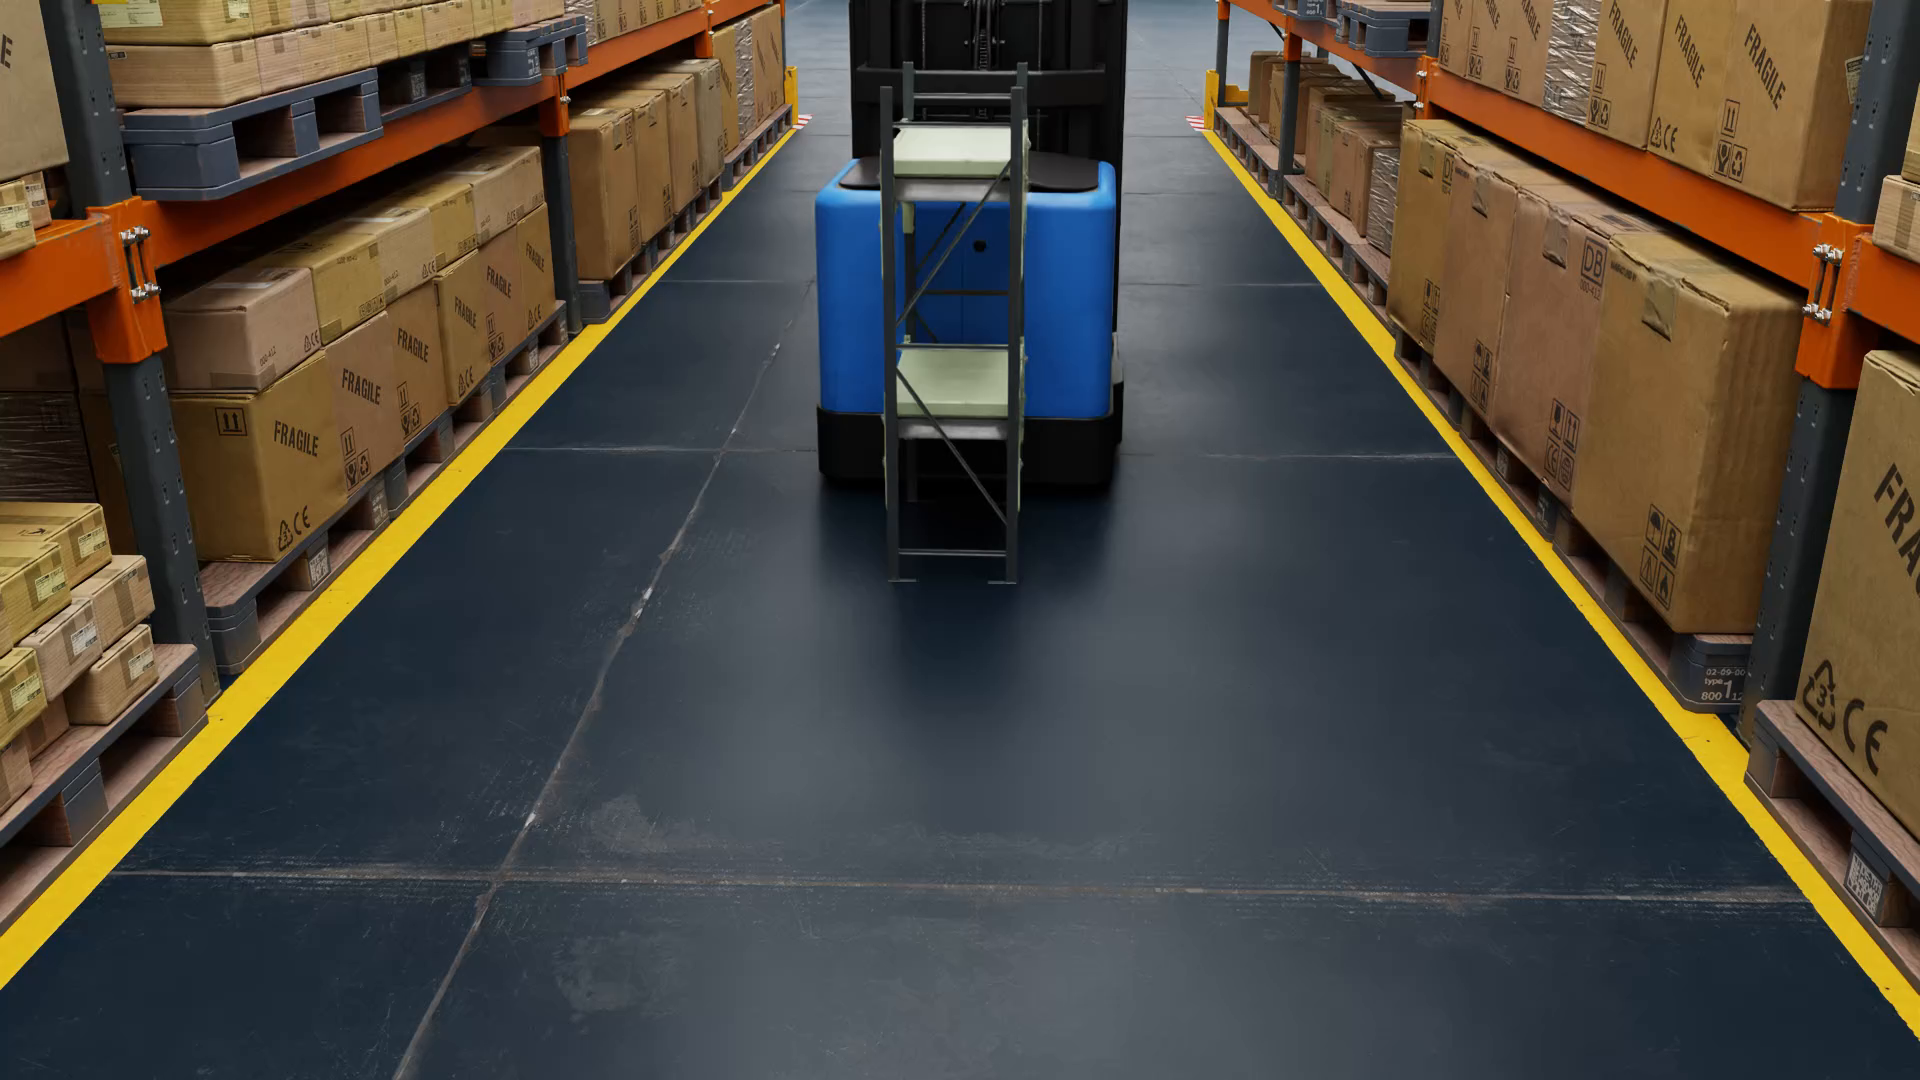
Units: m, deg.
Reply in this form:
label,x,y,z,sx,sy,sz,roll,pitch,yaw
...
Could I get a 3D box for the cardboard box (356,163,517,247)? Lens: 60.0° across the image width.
label,x,y,z,sx,sy,sz,roll,pitch,yaw
cardboard box,-2.120,-1.359,6.724,0.500,0.250,0.500,1,21,2

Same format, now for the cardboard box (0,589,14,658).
label,x,y,z,sx,sy,sz,roll,pitch,yaw
cardboard box,-2.198,0.205,3.393,0.380,0.149,0.250,0,21,1

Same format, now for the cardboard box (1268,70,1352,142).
label,x,y,z,sx,sy,sz,roll,pitch,yaw
cardboard box,2.722,-3.374,12.954,0.500,0.500,0.500,-1,21,-3

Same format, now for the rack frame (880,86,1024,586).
label,x,y,z,sx,sy,sz,roll,pitch,yaw
rack frame,-0.023,-0.563,4.907,0.400,1.500,0.023,1,21,3

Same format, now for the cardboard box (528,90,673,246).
label,x,y,z,sx,sy,sz,roll,pitch,yaw
cardboard box,-2.225,-2.094,9.309,1.050,0.750,0.750,1,21,2

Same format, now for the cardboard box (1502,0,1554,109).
label,x,y,z,sx,sy,sz,roll,pitch,yaw
cardboard box,2.285,-1.823,5.942,0.500,0.500,0.500,0,21,1

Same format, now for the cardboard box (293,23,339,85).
label,x,y,z,sx,sy,sz,roll,pitch,yaw
cardboard box,-1.993,-1.372,4.686,0.380,0.149,0.250,1,21,2

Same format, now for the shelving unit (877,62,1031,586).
label,x,y,z,sx,sy,sz,roll,pitch,yaw
shelving unit,-0.004,-0.695,5.247,0.431,1.500,0.755,1,21,3

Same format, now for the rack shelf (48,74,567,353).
label,x,y,z,sx,sy,sz,roll,pitch,yaw
rack shelf,-2.418,-1.354,5.865,1.077,0.370,4.000,1,21,2

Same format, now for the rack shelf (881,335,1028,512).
label,x,y,z,sx,sy,sz,roll,pitch,yaw
rack shelf,-0.004,-0.391,5.365,0.431,0.370,0.720,1,21,3

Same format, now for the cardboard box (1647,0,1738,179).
label,x,y,z,sx,sy,sz,roll,pitch,yaw
cardboard box,2.239,-1.272,4.523,0.500,0.500,0.500,1,21,3

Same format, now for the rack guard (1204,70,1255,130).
label,x,y,z,sx,sy,sz,roll,pitch,yaw
rack guard,2.839,-4.021,15.200,1.175,0.500,0.348,1,21,2

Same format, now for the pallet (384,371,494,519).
label,x,y,z,sx,sy,sz,roll,pitch,yaw
pallet,-2.422,-0.390,6.241,1.003,0.211,1.213,1,21,2

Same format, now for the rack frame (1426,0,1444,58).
label,x,y,z,sx,sy,sz,roll,pitch,yaw
rack frame,2.597,-2.321,7.364,1.000,3.000,0.127,1,21,2

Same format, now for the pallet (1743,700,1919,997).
label,x,y,z,sx,sy,sz,roll,pitch,yaw
pallet,2.374,0.699,3.435,1.003,0.211,1.213,1,21,2

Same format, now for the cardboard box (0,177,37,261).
label,x,y,z,sx,sy,sz,roll,pitch,yaw
cardboard box,-2.152,-0.648,3.401,0.380,0.149,0.250,0,21,0

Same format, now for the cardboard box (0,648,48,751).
label,x,y,z,sx,sy,sz,roll,pitch,yaw
cardboard box,-2.157,0.341,3.452,0.380,0.149,0.250,0,21,0

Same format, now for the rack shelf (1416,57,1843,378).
label,x,y,z,sx,sy,sz,roll,pitch,yaw
rack shelf,2.537,-1.262,5.630,1.077,0.370,4.000,1,21,2

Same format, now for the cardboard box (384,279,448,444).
label,x,y,z,sx,sy,sz,roll,pitch,yaw
cardboard box,-2.174,-0.641,5.910,0.500,0.500,0.500,1,21,3

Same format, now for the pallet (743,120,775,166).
label,x,y,z,sx,sy,sz,roll,pitch,yaw
pallet,-2.100,-3.275,13.677,1.003,0.211,1.213,1,21,2

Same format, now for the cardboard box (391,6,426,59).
label,x,y,z,sx,sy,sz,roll,pitch,yaw
cardboard box,-1.973,-1.654,5.412,0.380,0.149,0.250,0,21,1

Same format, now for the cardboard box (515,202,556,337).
label,x,y,z,sx,sy,sz,roll,pitch,yaw
cardboard box,-2.116,-1.202,7.354,0.500,0.500,0.500,1,21,1

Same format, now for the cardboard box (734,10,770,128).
label,x,y,z,sx,sy,sz,roll,pitch,yaw
cardboard box,-2.093,-3.946,13.908,0.875,0.875,0.875,0,21,1

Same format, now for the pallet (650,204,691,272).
label,x,y,z,sx,sy,sz,roll,pitch,yaw
pallet,-2.218,-1.836,9.970,1.003,0.211,1.213,1,21,2

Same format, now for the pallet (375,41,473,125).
label,x,y,z,sx,sy,sz,roll,pitch,yaw
pallet,-2.376,-1.606,5.788,1.003,0.211,1.213,1,21,2

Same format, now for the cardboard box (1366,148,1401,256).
label,x,y,z,sx,sy,sz,roll,pitch,yaw
cardboard box,2.602,-1.804,8.879,0.700,0.500,0.500,-1,21,-3

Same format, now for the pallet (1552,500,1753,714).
label,x,y,z,sx,sy,sz,roll,pitch,yaw
pallet,2.424,0.146,4.862,1.003,0.211,1.213,1,21,2

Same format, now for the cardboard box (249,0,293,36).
label,x,y,z,sx,sy,sz,roll,pitch,yaw
cardboard box,-2.001,-1.414,4.383,0.380,0.149,0.250,0,21,1

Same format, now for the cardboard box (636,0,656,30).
label,x,y,z,sx,sy,sz,roll,pitch,yaw
cardboard box,-2.028,-3.164,9.399,0.500,0.500,0.500,0,21,1

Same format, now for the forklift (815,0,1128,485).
label,x,y,z,sx,sy,sz,roll,pitch,yaw
forklift,0.131,-2.051,6.763,1.130,2.935,3.031,2,21,4

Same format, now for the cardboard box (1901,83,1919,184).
label,x,y,z,sx,sy,sz,roll,pitch,yaw
cardboard box,2.200,-0.776,3.179,0.500,0.250,0.500,0,21,1

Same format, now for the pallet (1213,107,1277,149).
label,x,y,z,sx,sy,sz,roll,pitch,yaw
pallet,2.778,-3.593,14.496,1.003,0.211,1.213,1,21,2

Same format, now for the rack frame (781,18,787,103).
label,x,y,z,sx,sy,sz,roll,pitch,yaw
rack frame,-2.114,-5.305,15.053,1.000,3.000,0.127,1,21,2

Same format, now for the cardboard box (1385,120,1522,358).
label,x,y,z,sx,sy,sz,roll,pitch,yaw
cardboard box,2.556,-1.277,7.030,1.225,0.875,0.875,0,21,-1

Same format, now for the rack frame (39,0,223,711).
label,x,y,z,sx,sy,sz,roll,pitch,yaw
rack frame,-2.479,-0.966,3.871,1.000,3.000,0.127,1,21,2

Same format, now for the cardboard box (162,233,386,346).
label,x,y,z,sx,sy,sz,roll,pitch,yaw
cardboard box,-2.179,-0.803,5.289,0.500,0.250,0.500,1,21,3

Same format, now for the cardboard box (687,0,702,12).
label,x,y,z,sx,sy,sz,roll,pitch,yaw
cardboard box,-1.984,-3.713,10.814,0.500,0.500,0.500,1,21,1

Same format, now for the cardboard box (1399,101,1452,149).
label,x,y,z,sx,sy,sz,roll,pitch,yaw
cardboard box,2.594,-2.145,8.721,0.500,0.250,0.500,3,21,8

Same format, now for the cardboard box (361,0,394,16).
label,x,y,z,sx,sy,sz,roll,pitch,yaw
cardboard box,-1.980,-1.699,5.117,0.380,0.149,0.250,1,21,4

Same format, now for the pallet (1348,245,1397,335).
label,x,y,z,sx,sy,sz,roll,pitch,yaw
pallet,2.623,-1.303,8.596,1.003,0.211,1.213,1,21,2

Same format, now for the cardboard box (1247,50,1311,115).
label,x,y,z,sx,sy,sz,roll,pitch,yaw
cardboard box,2.805,-4.018,14.613,0.500,0.500,0.500,5,22,12

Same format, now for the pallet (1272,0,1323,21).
label,x,y,z,sx,sy,sz,roll,pitch,yaw
pallet,2.550,-3.403,10.418,1.003,0.211,1.213,1,21,2

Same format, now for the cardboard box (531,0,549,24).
label,x,y,z,sx,sy,sz,roll,pitch,yaw
cardboard box,-1.922,-2.218,6.864,0.380,0.149,0.250,1,21,1

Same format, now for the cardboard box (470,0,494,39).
label,x,y,z,sx,sy,sz,roll,pitch,yaw
cardboard box,-1.947,-1.937,6.141,0.380,0.149,0.250,0,21,-1

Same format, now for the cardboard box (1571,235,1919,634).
label,x,y,z,sx,sy,sz,roll,pitch,yaw
cardboard box,2.475,-0.312,4.542,1.225,0.875,0.875,1,21,2

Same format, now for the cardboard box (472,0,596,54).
label,x,y,z,sx,sy,sz,roll,pitch,yaw
cardboard box,-2.074,-2.618,7.991,0.500,0.500,0.500,1,21,2

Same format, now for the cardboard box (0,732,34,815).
label,x,y,z,sx,sy,sz,roll,pitch,yaw
cardboard box,-2.185,0.502,3.448,0.380,0.149,0.250,0,21,0

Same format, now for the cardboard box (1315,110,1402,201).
label,x,y,z,sx,sy,sz,roll,pitch,yaw
cardboard box,2.646,-2.413,10.448,0.700,0.500,0.500,1,21,1
